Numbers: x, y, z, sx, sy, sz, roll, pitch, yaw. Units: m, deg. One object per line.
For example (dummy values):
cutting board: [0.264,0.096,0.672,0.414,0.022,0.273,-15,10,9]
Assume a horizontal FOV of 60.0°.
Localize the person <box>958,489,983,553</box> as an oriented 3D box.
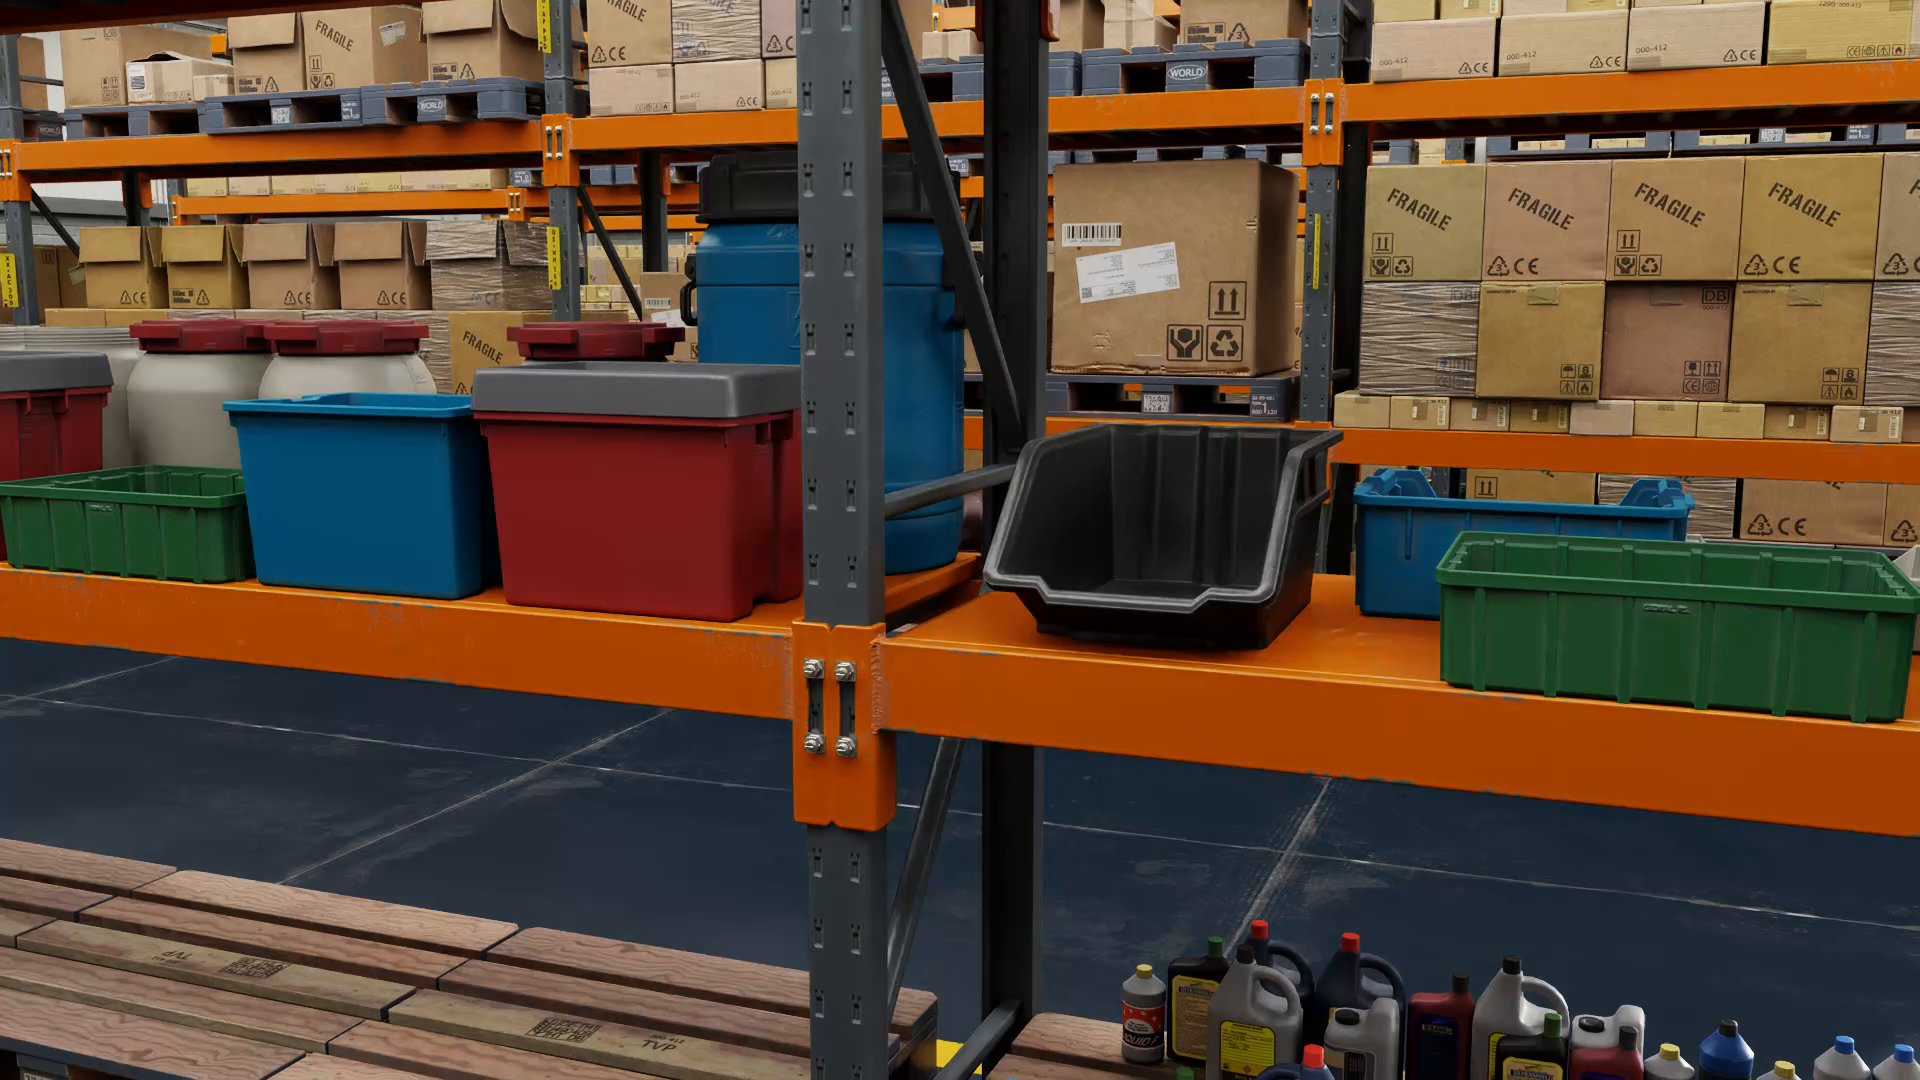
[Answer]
person: [0.265,0.294,7.237,0.941,1.094,0.581,3,9,18]
